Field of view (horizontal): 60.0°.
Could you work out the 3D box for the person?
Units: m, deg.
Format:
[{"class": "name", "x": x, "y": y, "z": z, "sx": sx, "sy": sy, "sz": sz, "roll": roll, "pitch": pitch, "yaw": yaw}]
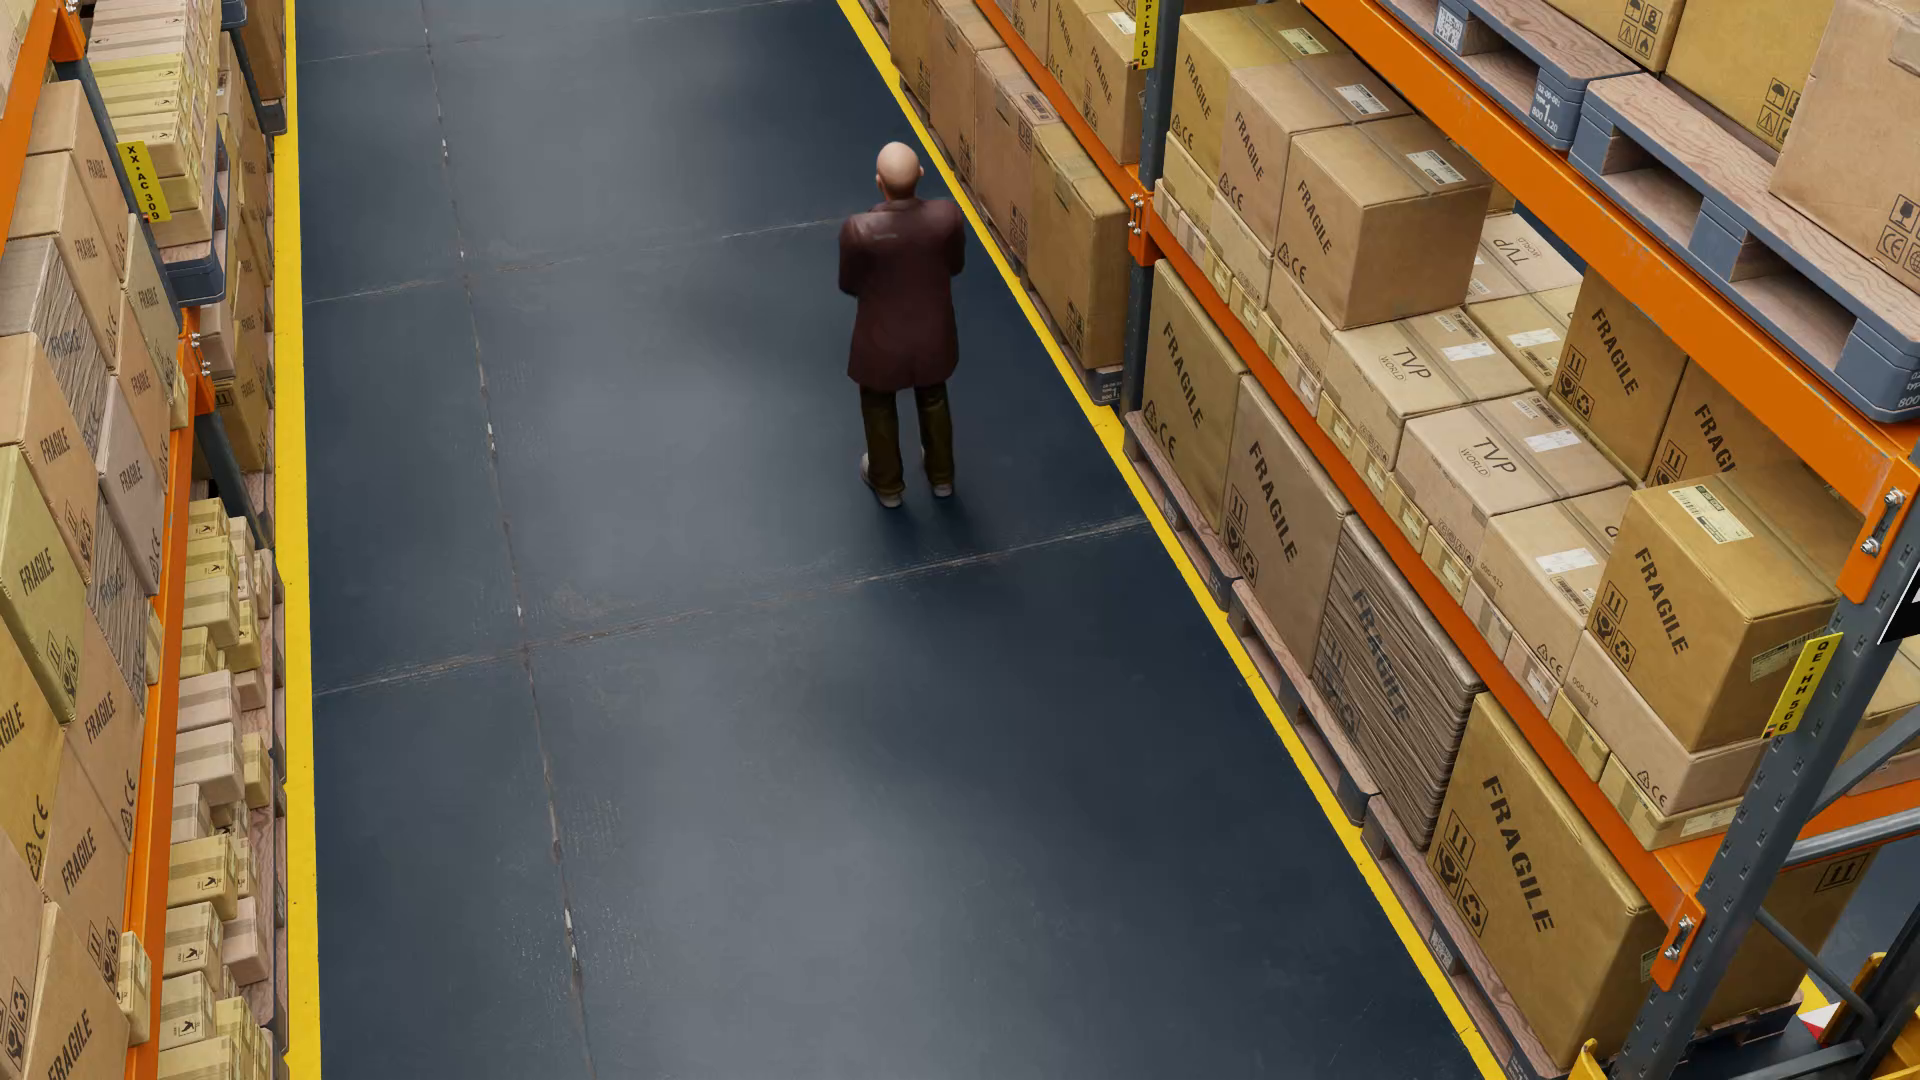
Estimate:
[{"class": "person", "x": -0.273, "y": -0.978, "z": 7.264, "sx": 0.554, "sy": 1.781, "sz": 0.527, "roll": -12, "pitch": 43, "yaw": -13}]
